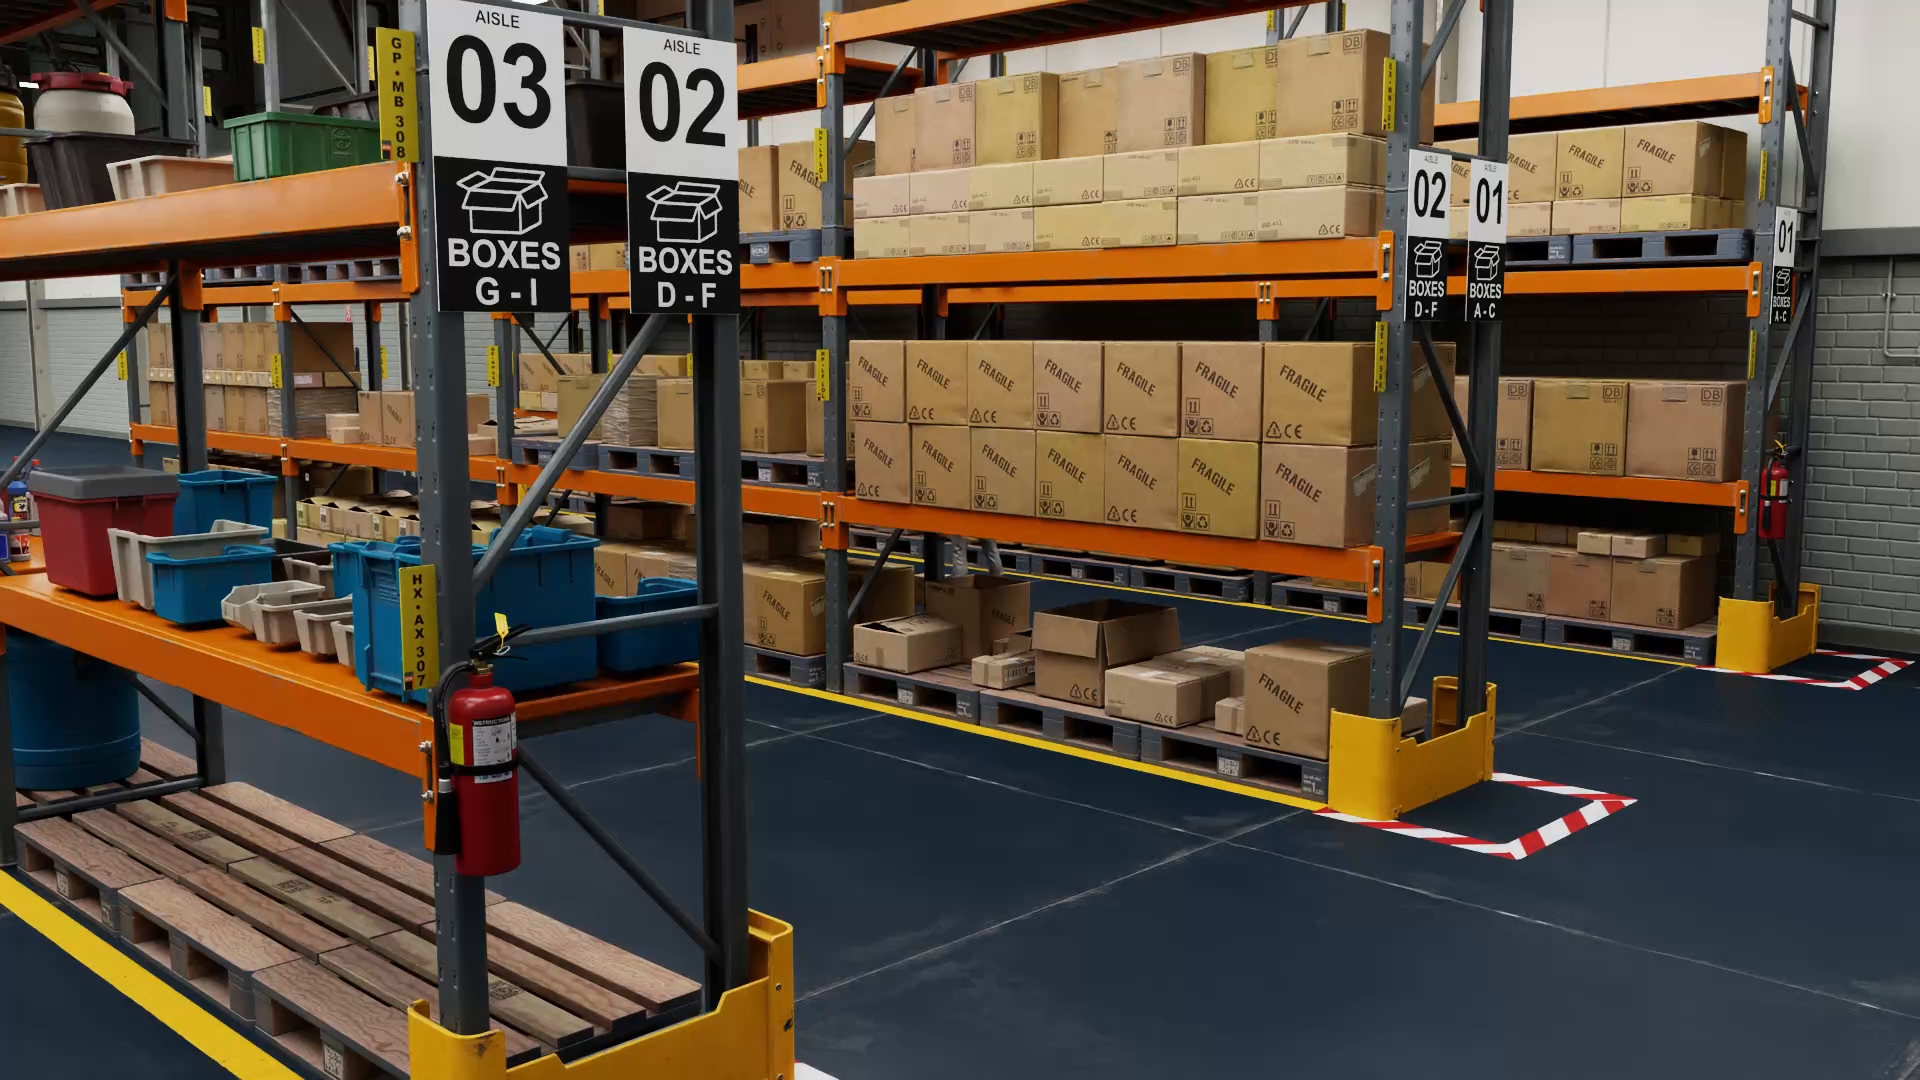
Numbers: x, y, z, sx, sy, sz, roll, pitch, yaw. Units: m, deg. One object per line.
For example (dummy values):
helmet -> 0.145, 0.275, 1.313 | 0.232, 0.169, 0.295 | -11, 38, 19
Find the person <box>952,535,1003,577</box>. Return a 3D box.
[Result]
person -> 0.135, -0.240, 14.178 | 0.647, 1.650, 0.520 | -4, 8, -28
